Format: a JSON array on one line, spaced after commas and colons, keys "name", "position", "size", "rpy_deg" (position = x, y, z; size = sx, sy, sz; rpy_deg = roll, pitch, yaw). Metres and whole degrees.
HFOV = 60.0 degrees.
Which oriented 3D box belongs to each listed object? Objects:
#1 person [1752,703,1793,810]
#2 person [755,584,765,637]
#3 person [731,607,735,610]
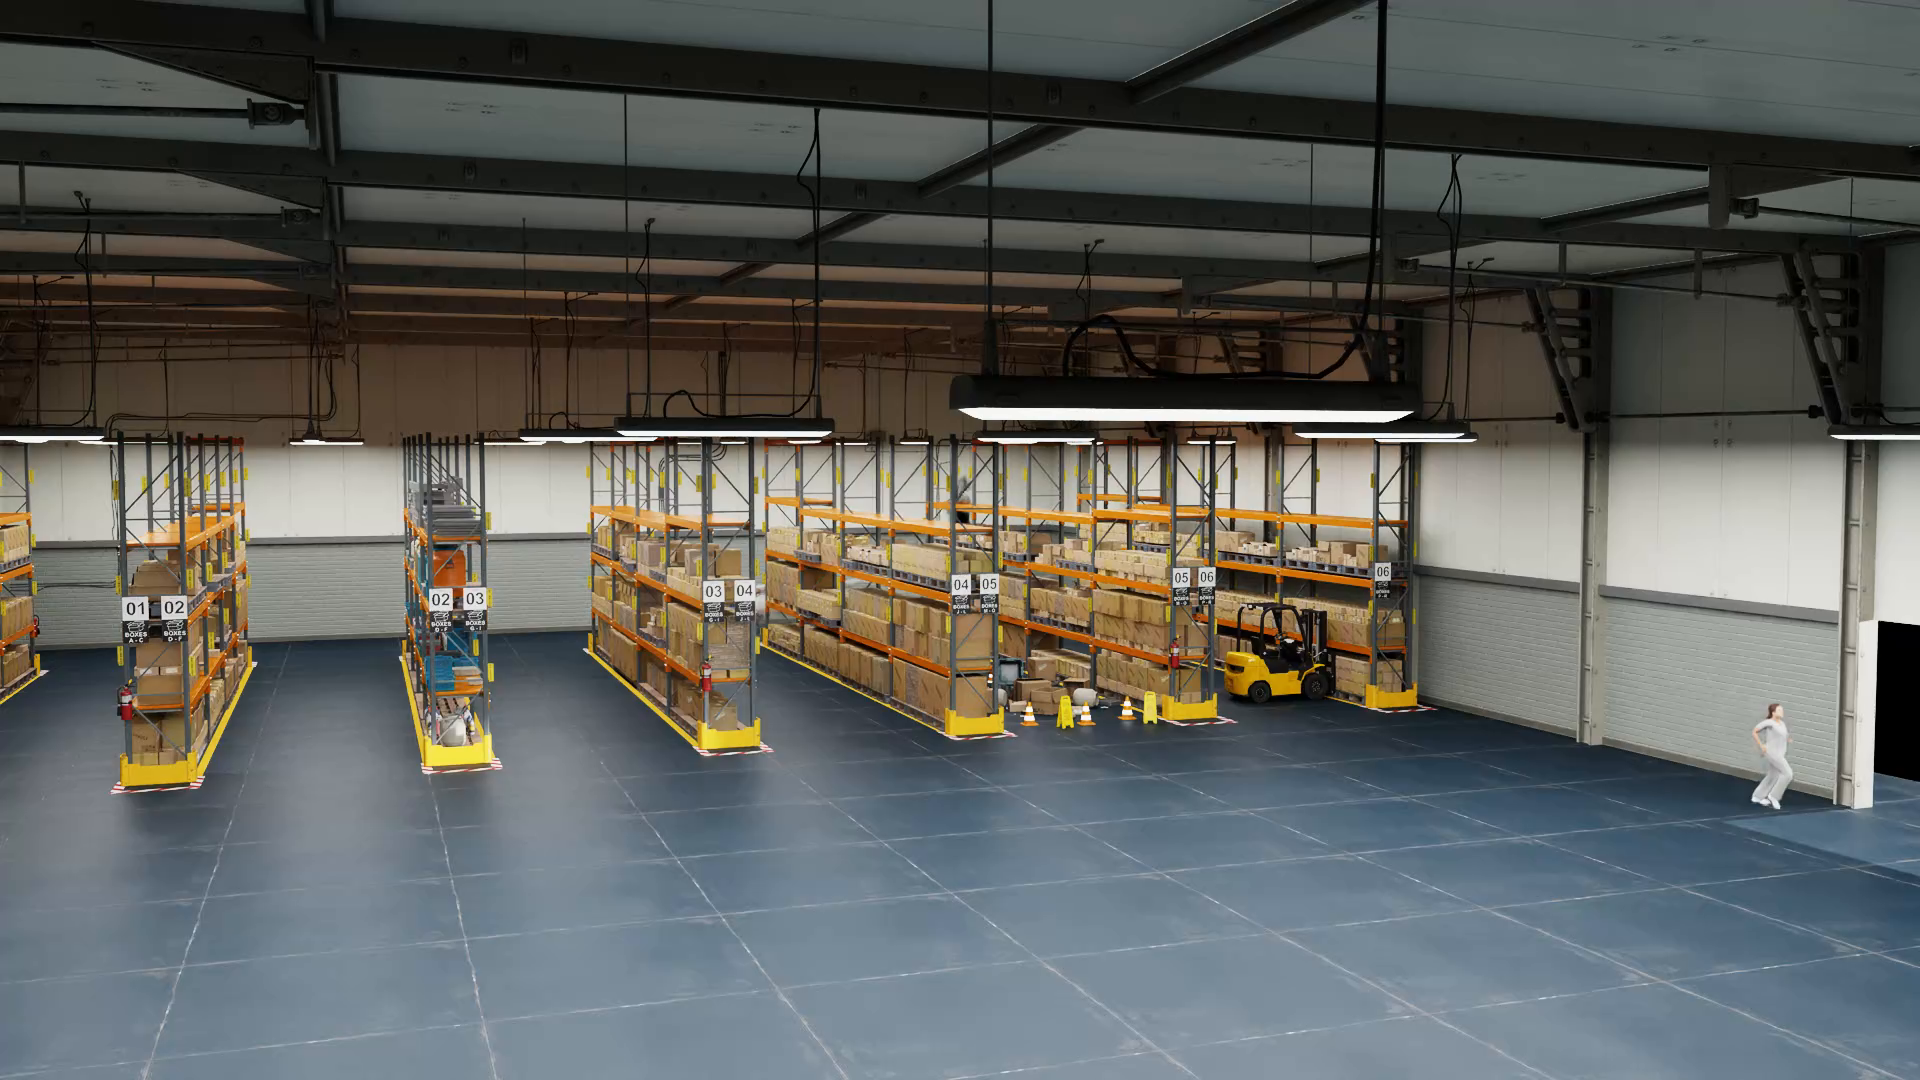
[{"name": "person", "position": [12.954, 3.436, 26.442], "size": [0.565, 1.682, 0.644], "rpy_deg": [-3, 4, -42]}, {"name": "person", "position": [-6.051, 2.158, 49.020], "size": [0.683, 1.700, 0.545], "rpy_deg": [3, 4, 39]}, {"name": "person", "position": [-6.129, 2.398, 45.743], "size": [0.588, 1.633, 0.742], "rpy_deg": [-1, 3, -16]}]
